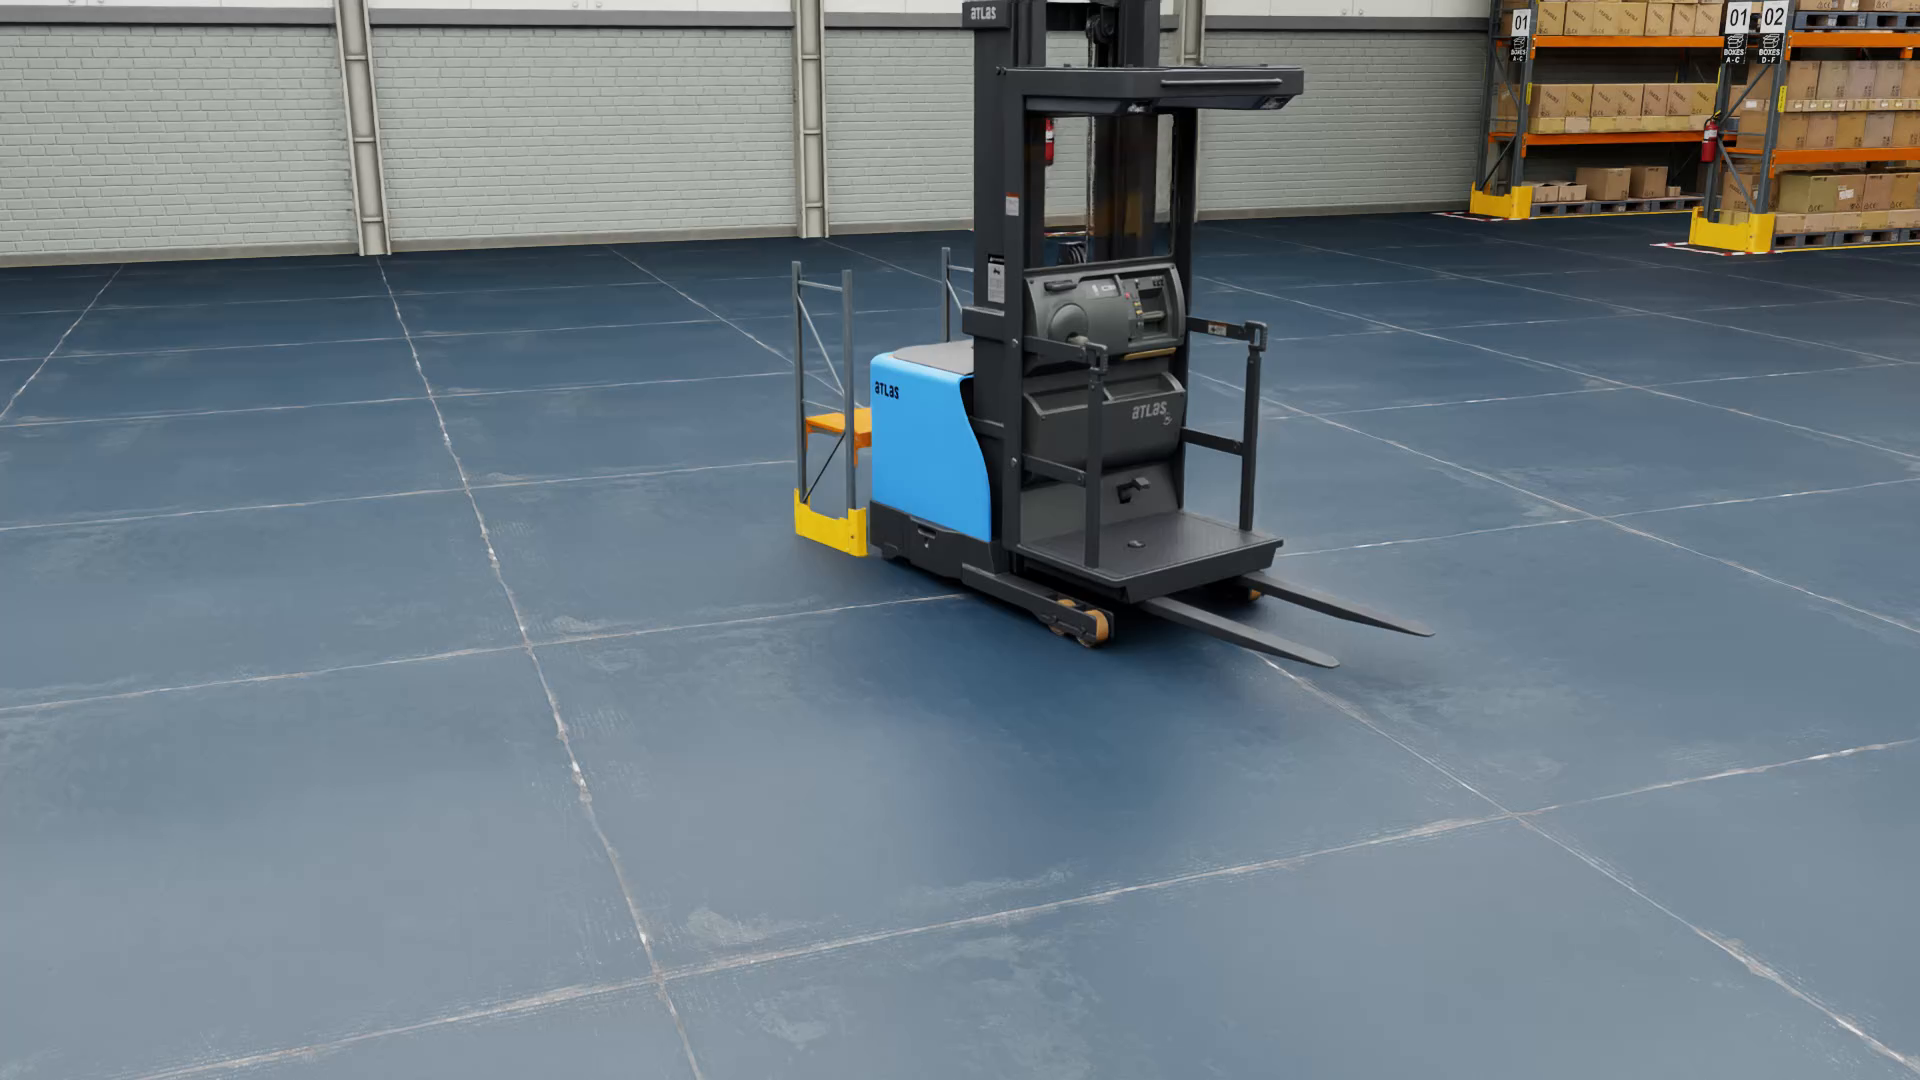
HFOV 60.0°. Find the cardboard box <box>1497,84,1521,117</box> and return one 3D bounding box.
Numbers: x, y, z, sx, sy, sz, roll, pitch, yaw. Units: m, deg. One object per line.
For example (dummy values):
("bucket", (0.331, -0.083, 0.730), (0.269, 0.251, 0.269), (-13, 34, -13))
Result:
("cardboard box", (9.099, -7.139, 26.984), (0.500, 0.500, 0.500), (-6, 18, -21))

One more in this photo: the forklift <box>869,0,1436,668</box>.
("forklift", (0.817, -1.084, 7.587), (1.130, 2.935, 3.031), (-12, 20, -36))

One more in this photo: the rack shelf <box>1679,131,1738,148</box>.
("rack shelf", (14.338, -6.998, 28.880), (4.000, 0.370, 1.077), (-6, 17, -20))

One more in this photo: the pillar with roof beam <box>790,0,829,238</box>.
("pillar with roof beam", (-0.586, -7.572, 18.912), (0.400, 9.000, 9.100), (-6, 17, -20))

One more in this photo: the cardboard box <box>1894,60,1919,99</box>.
("cardboard box", (12.895, -6.361, 22.954), (0.500, 0.500, 0.700), (-6, 17, -20))

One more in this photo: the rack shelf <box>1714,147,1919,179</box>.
("rack shelf", (12.378, -5.291, 23.070), (4.000, 0.370, 1.077), (-6, 17, -20))

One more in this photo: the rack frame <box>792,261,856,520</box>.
("rack frame", (-0.719, -0.700, 8.821), (0.032, 1.500, 0.500), (-13, 21, -38))

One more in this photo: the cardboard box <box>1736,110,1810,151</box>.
("cardboard box", (10.951, -5.526, 22.416), (0.500, 0.500, 0.700), (-6, 17, -20))

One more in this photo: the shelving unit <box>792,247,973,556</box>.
("shelving unit", (-0.319, -0.793, 9.136), (1.083, 1.500, 0.587), (-13, 21, -38))

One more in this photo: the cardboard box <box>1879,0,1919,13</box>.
("cardboard box", (12.663, -7.463, 22.687), (0.637, 0.503, 0.797), (-4, 17, -14))

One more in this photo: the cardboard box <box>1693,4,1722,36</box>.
("cardboard box", (12.085, -8.522, 27.257), (0.500, 0.500, 0.500), (-6, 17, -19))

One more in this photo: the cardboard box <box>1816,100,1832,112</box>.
("cardboard box", (11.433, -5.829, 22.296), (0.250, 0.149, 0.380), (-6, 17, -20))

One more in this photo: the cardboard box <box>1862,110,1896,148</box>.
("cardboard box", (12.396, -5.683, 22.950), (0.500, 0.500, 0.700), (-6, 17, -18))

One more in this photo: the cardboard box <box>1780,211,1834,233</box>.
("cardboard box", (11.557, -4.364, 22.770), (0.500, 0.250, 0.500), (-6, 17, -20))

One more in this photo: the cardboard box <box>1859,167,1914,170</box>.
("cardboard box", (13.237, -5.063, 23.820), (0.500, 0.500, 0.500), (-6, 17, -20))

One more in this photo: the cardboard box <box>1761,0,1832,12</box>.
("cardboard box", (11.049, -7.249, 21.959), (0.637, 0.503, 0.797), (-5, 17, -16))

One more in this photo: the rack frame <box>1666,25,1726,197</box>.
("rack frame", (12.470, -7.141, 28.092), (0.127, 3.000, 1.000), (-6, 17, -20))

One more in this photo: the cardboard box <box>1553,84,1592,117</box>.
("cardboard box", (9.753, -7.051, 26.687), (0.500, 0.500, 0.500), (-6, 17, -20))

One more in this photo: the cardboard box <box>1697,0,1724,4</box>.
("cardboard box", (12.099, -8.996, 27.097), (0.500, 0.500, 0.500), (-8, 18, -25))

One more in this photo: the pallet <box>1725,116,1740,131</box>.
("pallet", (13.236, -7.088, 28.251), (1.213, 0.211, 1.003), (-6, 17, -20))

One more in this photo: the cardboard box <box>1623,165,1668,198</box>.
("cardboard box", (11.515, -6.038, 27.990), (0.500, 0.500, 0.500), (-8, 18, -24))

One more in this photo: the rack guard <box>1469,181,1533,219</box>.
("rack guard", (8.806, -5.546, 27.097), (0.348, 0.500, 1.175), (-6, 17, -20))

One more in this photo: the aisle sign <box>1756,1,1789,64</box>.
("aisle sign", (10.559, -6.595, 21.618), (0.004, 0.787, 0.394), (-6, 17, -20))

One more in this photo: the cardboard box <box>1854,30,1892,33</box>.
("cardboard box", (15.629, -8.807, 28.563), (0.500, 0.311, 0.500), (-6, 17, -20))

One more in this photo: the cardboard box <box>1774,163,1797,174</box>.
("cardboard box", (14.107, -6.337, 29.011), (0.500, 0.500, 0.700), (-6, 17, -19))

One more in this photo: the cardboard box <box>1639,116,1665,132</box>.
("cardboard box", (11.204, -6.848, 27.326), (0.500, 0.250, 0.500), (-6, 17, -20))

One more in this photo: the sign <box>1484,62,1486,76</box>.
("sign", (8.555, -7.593, 27.015), (0.005, 0.325, 0.100), (-6, 17, -20))

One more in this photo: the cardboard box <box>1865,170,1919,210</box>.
("cardboard box", (12.955, -4.877, 23.186), (0.500, 0.500, 0.500), (-6, 17, -20))

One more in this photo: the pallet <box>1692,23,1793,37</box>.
("pallet", (13.085, -8.524, 27.812), (1.003, 0.211, 1.213), (-6, 17, -20))

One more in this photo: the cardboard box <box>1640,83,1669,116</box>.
("cardboard box", (11.201, -7.210, 27.226), (0.500, 0.500, 0.500), (-7, 18, -22))

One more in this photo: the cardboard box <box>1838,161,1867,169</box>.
("cardboard box", (15.552, -6.470, 29.462), (0.500, 0.500, 0.700), (-6, 17, -19))

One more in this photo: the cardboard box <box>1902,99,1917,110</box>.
("cardboard box", (12.883, -5.986, 22.830), (0.250, 0.149, 0.380), (-6, 17, -18))

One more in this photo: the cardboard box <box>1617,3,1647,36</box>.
("cardboard box", (10.627, -8.360, 26.707), (0.500, 0.500, 0.500), (-5, 17, -17))

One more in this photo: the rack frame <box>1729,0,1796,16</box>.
("rack frame", (10.511, -8.313, 21.436), (0.127, 3.000, 1.000), (-6, 17, -20))

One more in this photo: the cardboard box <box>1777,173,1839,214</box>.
("cardboard box", (11.557, -4.723, 22.663), (0.500, 0.500, 0.500), (-6, 17, -20))

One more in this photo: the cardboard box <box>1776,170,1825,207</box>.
("cardboard box", (11.834, -4.914, 23.312), (0.500, 0.500, 0.500), (-6, 17, -20))

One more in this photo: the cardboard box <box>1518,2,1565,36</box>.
("cardboard box", (9.137, -8.202, 26.170), (0.500, 0.500, 0.500), (-6, 17, -19))

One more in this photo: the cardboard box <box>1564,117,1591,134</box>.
("cardboard box", (9.784, -6.697, 26.811), (0.500, 0.250, 0.500), (-7, 18, -22))

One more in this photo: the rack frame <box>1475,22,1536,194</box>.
("rack frame", (8.735, -6.738, 26.719), (0.127, 3.000, 1.000), (-6, 17, -20))

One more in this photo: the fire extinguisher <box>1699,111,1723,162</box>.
("fire extinguisher", (10.234, -5.508, 22.668), (0.183, 0.674, 0.296), (-6, 17, -20))

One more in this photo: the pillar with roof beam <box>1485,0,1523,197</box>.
("pillar with roof beam", (10.619, -8.782, 23.032), (0.400, 9.000, 9.100), (-6, 17, -20))

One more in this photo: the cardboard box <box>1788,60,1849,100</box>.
("cardboard box", (11.490, -6.209, 22.437), (0.500, 0.500, 0.700), (-7, 18, -22))

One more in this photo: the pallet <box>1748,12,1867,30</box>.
("pallet", (11.180, -6.896, 22.091), (1.213, 0.211, 1.003), (-6, 17, -20))

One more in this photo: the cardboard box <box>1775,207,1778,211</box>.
("cardboard box", (11.369, -4.502, 23.241), (0.500, 0.250, 0.500), (-6, 17, -20))

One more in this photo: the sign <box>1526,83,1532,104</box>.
("sign", (8.929, -7.010, 26.111), (0.005, 0.325, 0.100), (-6, 17, -20))

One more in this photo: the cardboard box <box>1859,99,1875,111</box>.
("cardboard box", (12.156, -5.907, 22.562), (0.250, 0.149, 0.380), (-6, 18, -21))

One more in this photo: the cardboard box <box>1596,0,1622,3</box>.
("cardboard box", (10.143, -8.781, 26.366), (0.500, 0.500, 0.500), (-6, 17, -19))

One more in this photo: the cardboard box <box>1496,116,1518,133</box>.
("cardboard box", (9.102, -6.774, 27.071), (0.500, 0.250, 0.500), (-6, 17, -19))

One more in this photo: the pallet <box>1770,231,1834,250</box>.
("pallet", (11.210, -4.185, 22.975), (1.213, 0.211, 1.003), (-6, 17, -20))

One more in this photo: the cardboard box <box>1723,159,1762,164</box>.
("cardboard box", (13.561, -6.636, 28.699), (0.500, 0.250, 0.500), (-7, 18, -21))

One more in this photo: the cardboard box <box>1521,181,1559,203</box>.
("cardboard box", (9.413, -5.705, 27.193), (0.500, 0.311, 0.500), (-8, 18, -26))

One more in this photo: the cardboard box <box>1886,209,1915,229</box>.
("cardboard box", (12.959, -4.514, 23.281), (0.500, 0.250, 0.500), (-6, 17, -20))
